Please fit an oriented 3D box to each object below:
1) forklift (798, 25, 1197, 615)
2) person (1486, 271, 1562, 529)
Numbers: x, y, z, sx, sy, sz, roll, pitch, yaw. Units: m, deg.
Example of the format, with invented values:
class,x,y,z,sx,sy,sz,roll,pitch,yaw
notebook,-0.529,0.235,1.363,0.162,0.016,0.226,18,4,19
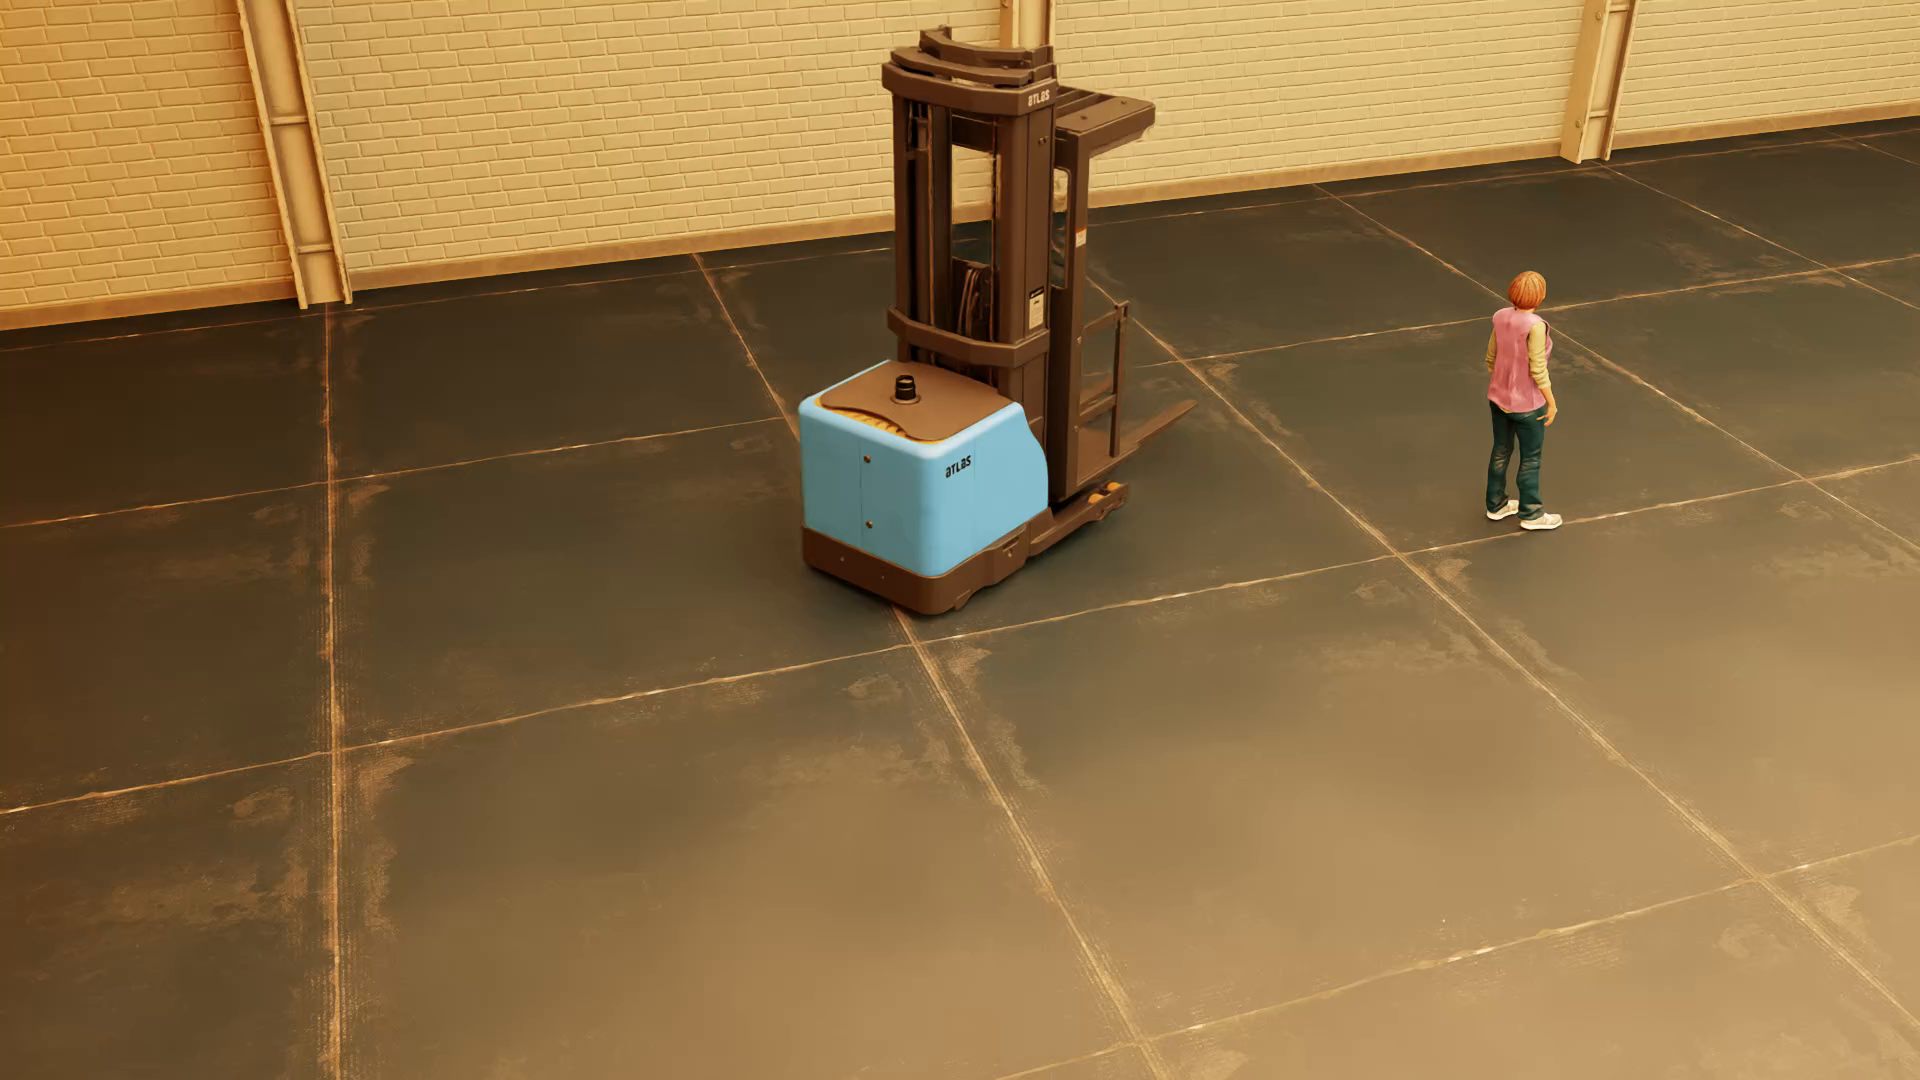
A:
class,x,y,z,sx,sy,sz,roll,pitch,yaw
forklift,0.395,-1.526,9.739,1.130,2.935,3.031,22,36,33
person,3.369,-0.839,9.869,0.474,1.597,0.519,-14,33,-22
